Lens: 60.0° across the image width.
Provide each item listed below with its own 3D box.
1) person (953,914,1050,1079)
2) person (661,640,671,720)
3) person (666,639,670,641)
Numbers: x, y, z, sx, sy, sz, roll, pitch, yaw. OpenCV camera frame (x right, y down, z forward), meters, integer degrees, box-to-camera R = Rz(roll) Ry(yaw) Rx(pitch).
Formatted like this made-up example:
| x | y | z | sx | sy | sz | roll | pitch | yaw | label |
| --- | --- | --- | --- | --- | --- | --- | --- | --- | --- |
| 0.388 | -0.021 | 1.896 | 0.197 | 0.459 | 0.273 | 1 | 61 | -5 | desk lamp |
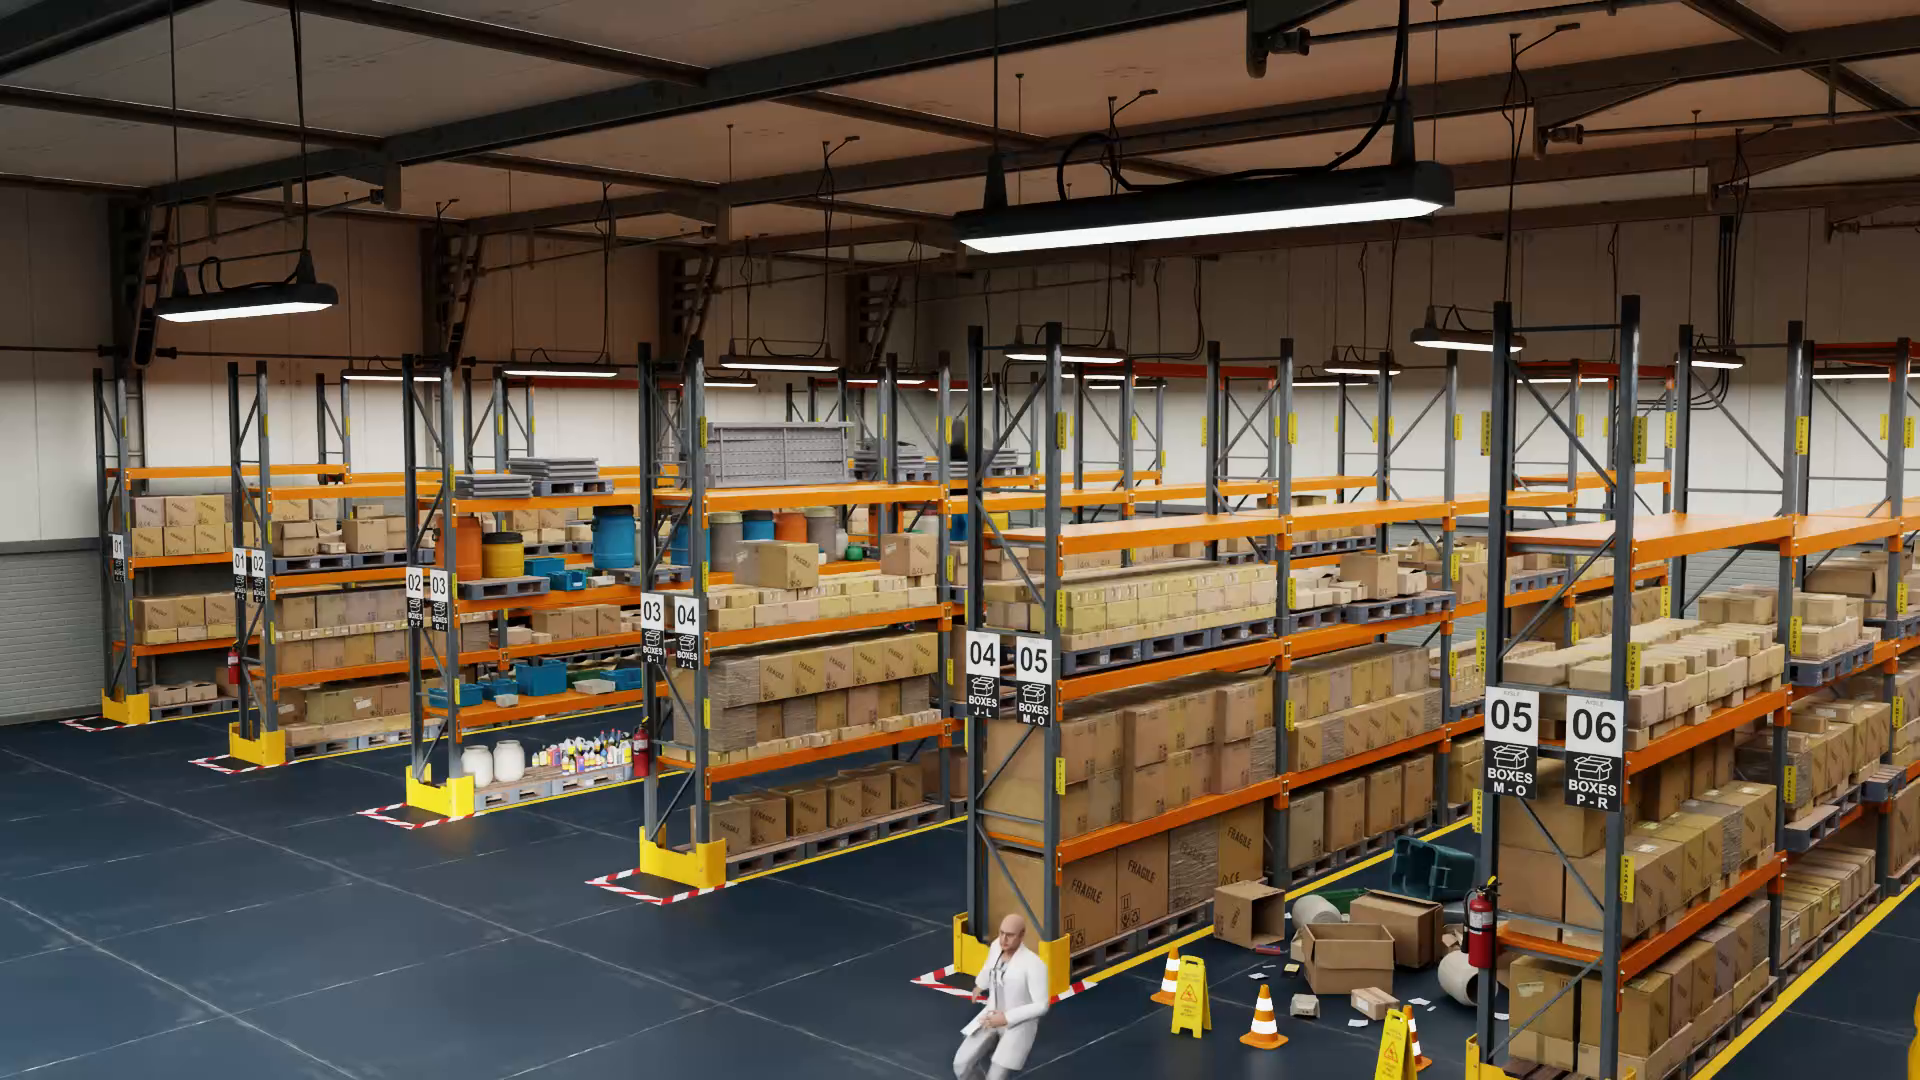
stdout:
| x | y | z | sx | sy | sz | roll | pitch | yaw | label |
| --- | --- | --- | --- | --- | --- | --- | --- | --- | --- |
| 0.287 | 3.511 | 11.833 | 0.871 | 1.589 | 0.755 | 3 | 5 | 33 | person |
| -5.108 | 2.255 | 28.430 | 0.604 | 1.656 | 0.787 | 1 | 4 | 15 | person |
| -5.936 | 1.865 | 33.342 | 0.476 | 1.609 | 0.960 | 3 | 5 | 38 | person |
